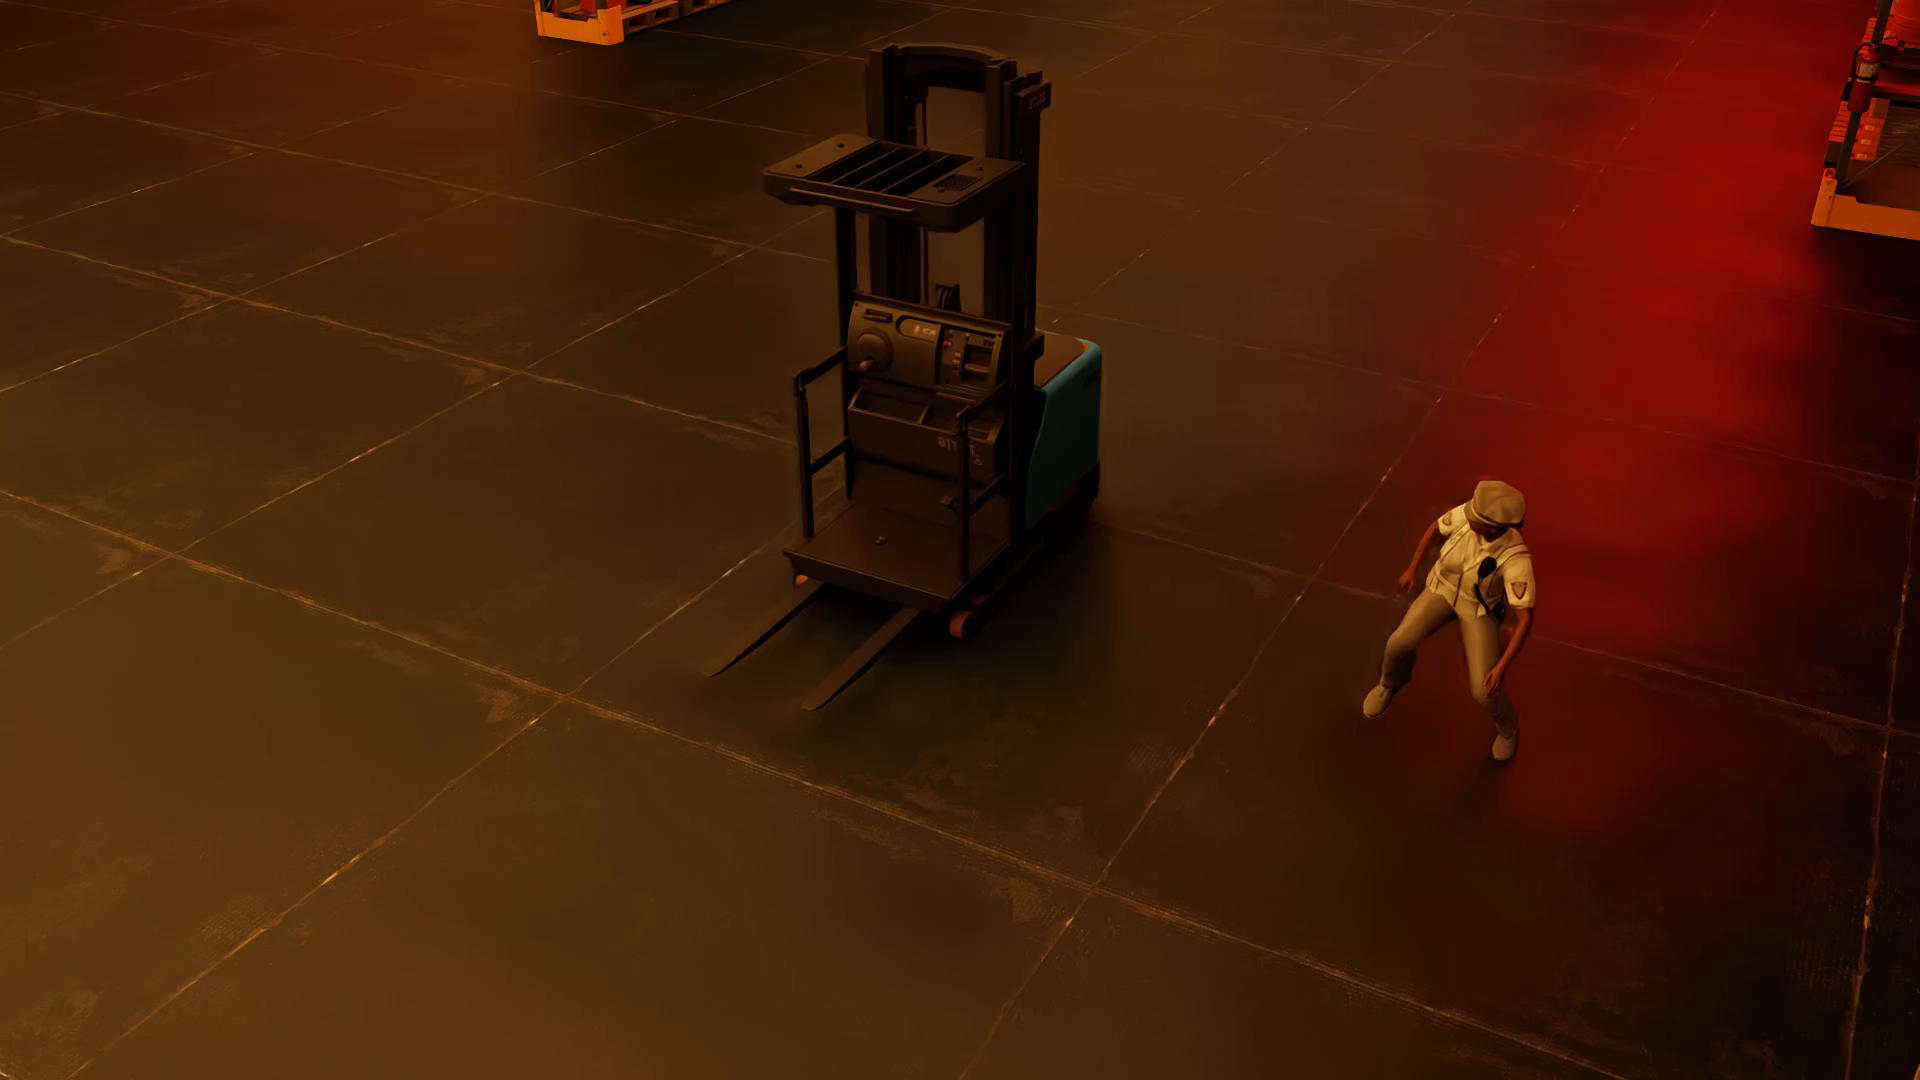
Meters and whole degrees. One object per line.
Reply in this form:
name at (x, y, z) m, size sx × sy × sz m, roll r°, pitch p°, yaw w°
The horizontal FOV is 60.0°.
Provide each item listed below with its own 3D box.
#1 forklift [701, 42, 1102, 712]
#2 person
forklift at (-0.290, -0.985, 8.777) m, size 1.130 × 2.935 × 3.031 m, roll 15°, pitch 33°, yaw 25°
person at (2.420, 0.354, 8.003) m, size 0.742 × 1.456 × 0.643 m, roll 20°, pitch 35°, yaw 31°
